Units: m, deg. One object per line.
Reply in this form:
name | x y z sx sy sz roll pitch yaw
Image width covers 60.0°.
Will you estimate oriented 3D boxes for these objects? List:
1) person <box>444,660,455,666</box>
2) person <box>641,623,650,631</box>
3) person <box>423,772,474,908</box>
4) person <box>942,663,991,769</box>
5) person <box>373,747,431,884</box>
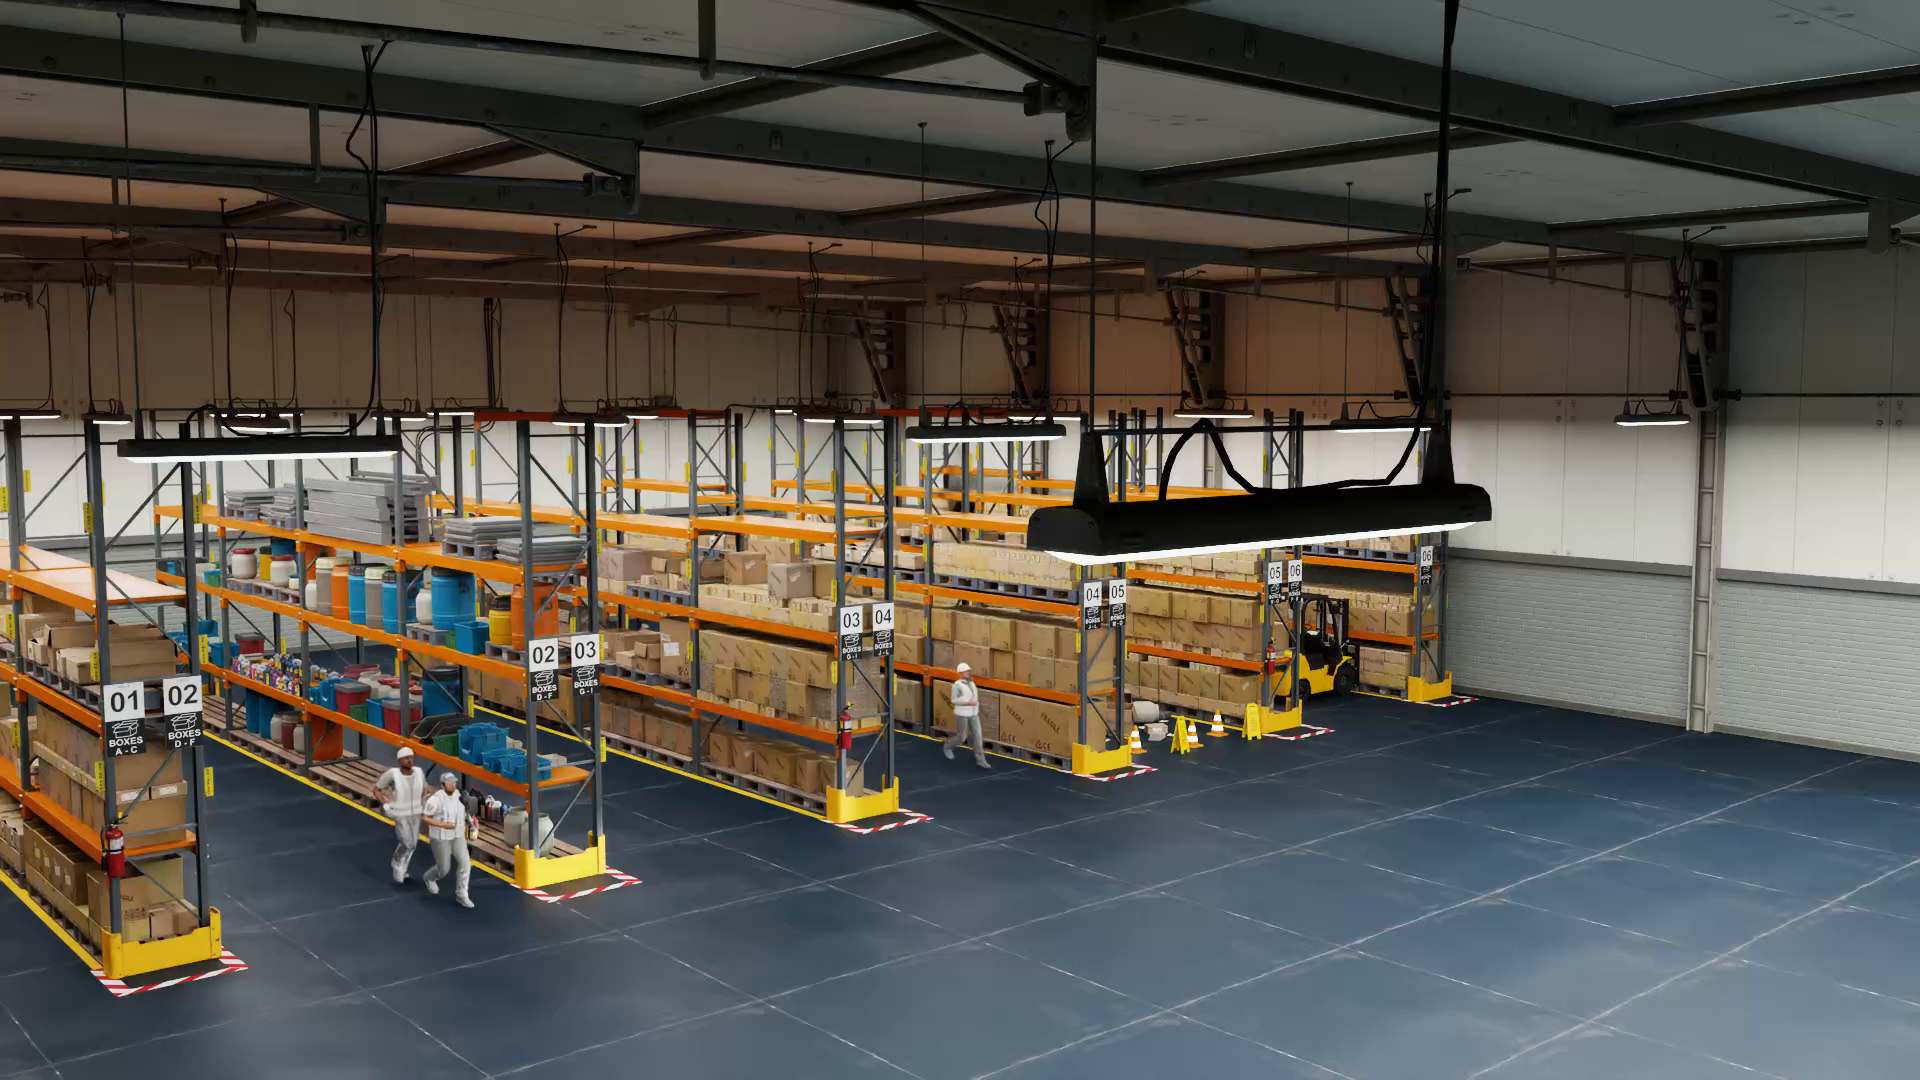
person | -9.173 2.858 29.979 0.624 1.655 0.593 4 6 39
person | -6.296 2.563 33.281 0.775 1.799 0.631 5 7 44
person | -6.385 3.705 20.681 0.840 1.672 0.641 4 6 39
person | 0.122 2.959 28.258 0.671 1.755 1.013 -5 7 -44
person | -7.142 3.560 21.507 0.657 1.761 0.656 4 7 40
